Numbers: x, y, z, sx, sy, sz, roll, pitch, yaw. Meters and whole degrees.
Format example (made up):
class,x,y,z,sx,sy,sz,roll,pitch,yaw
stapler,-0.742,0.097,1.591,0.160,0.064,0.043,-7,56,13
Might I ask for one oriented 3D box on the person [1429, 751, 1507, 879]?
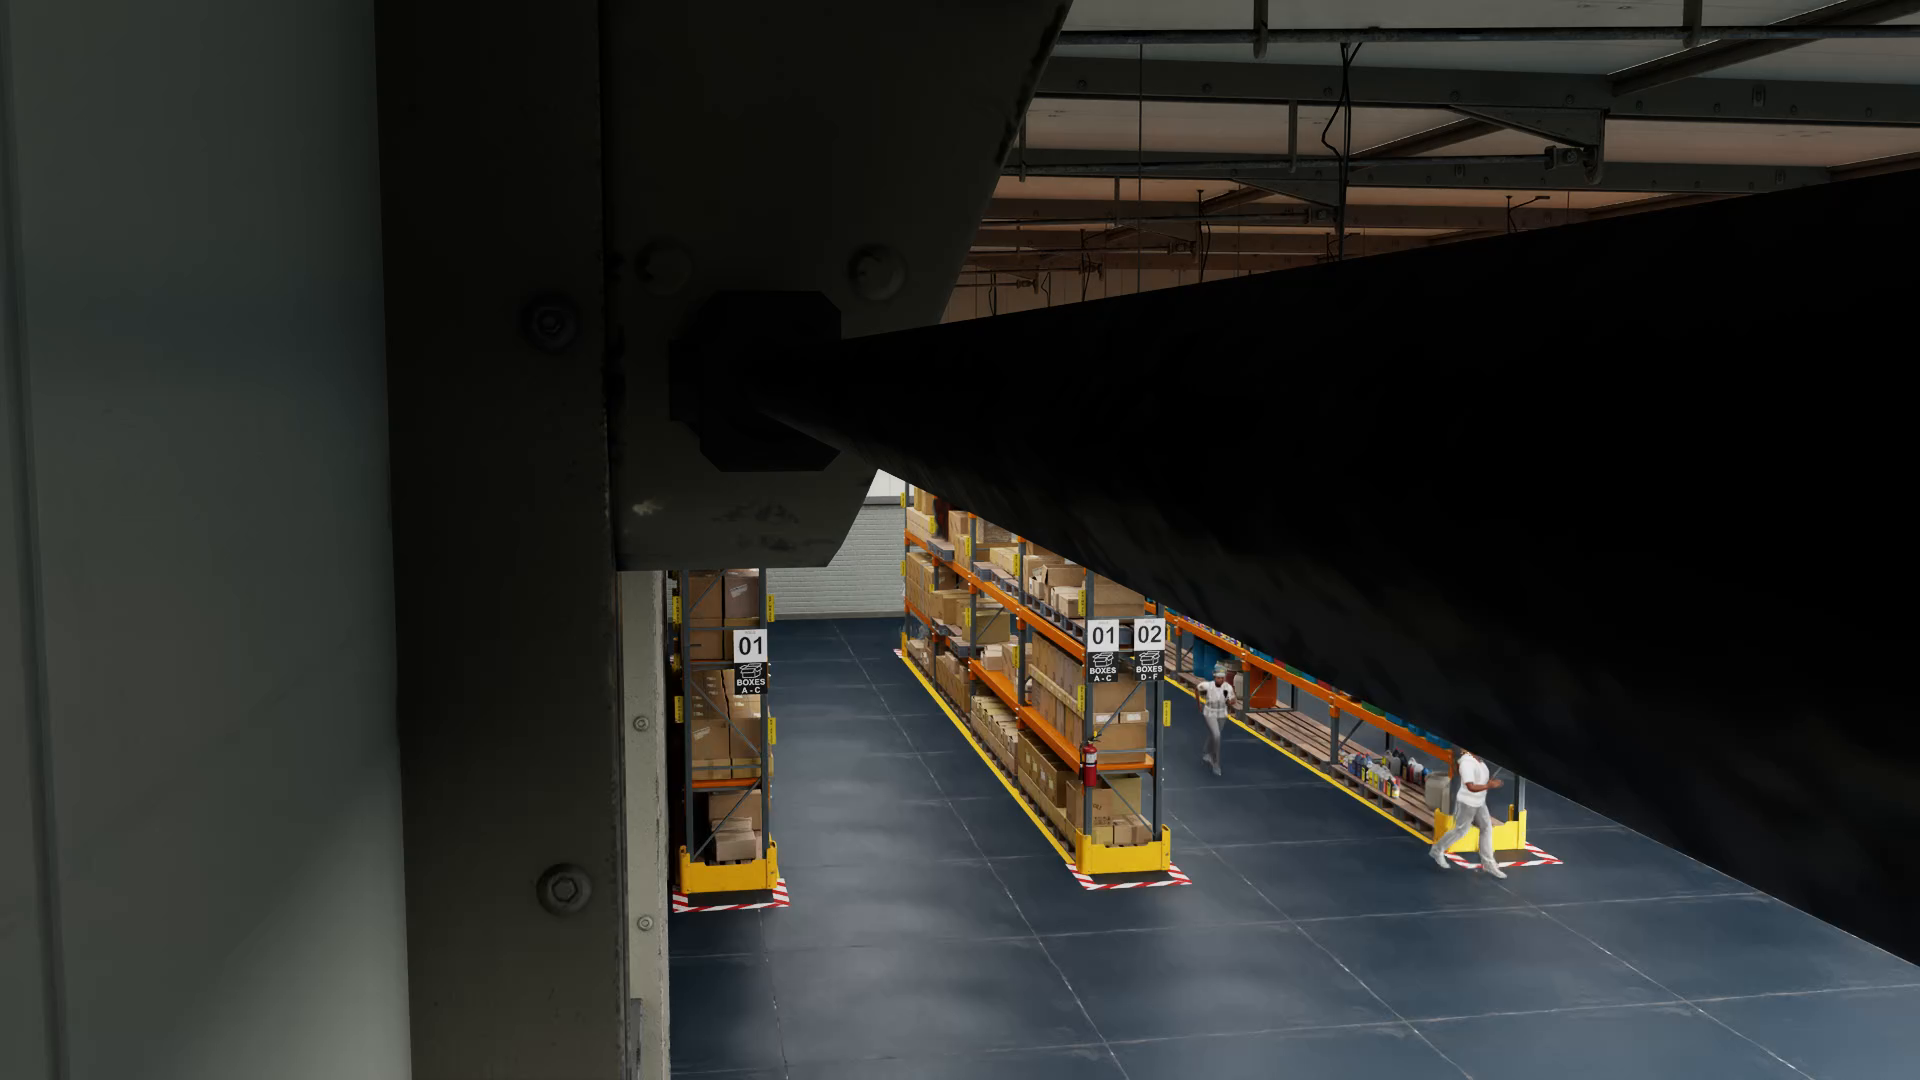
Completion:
class,x,y,z,sx,sy,sz,roll,pitch,yaw
person,6.347,3.278,20.709,0.949,1.781,0.688,4,7,34

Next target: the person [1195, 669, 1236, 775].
class,x,y,z,sx,sy,sz,roll,pitch,yaw
person,4.004,2.805,26.200,0.573,1.690,0.925,-1,6,-14

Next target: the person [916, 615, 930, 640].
class,x,y,z,sx,sy,sz,roll,pitch,yaw
person,-0.763,1.618,37.737,0.529,1.609,0.580,2,6,19
